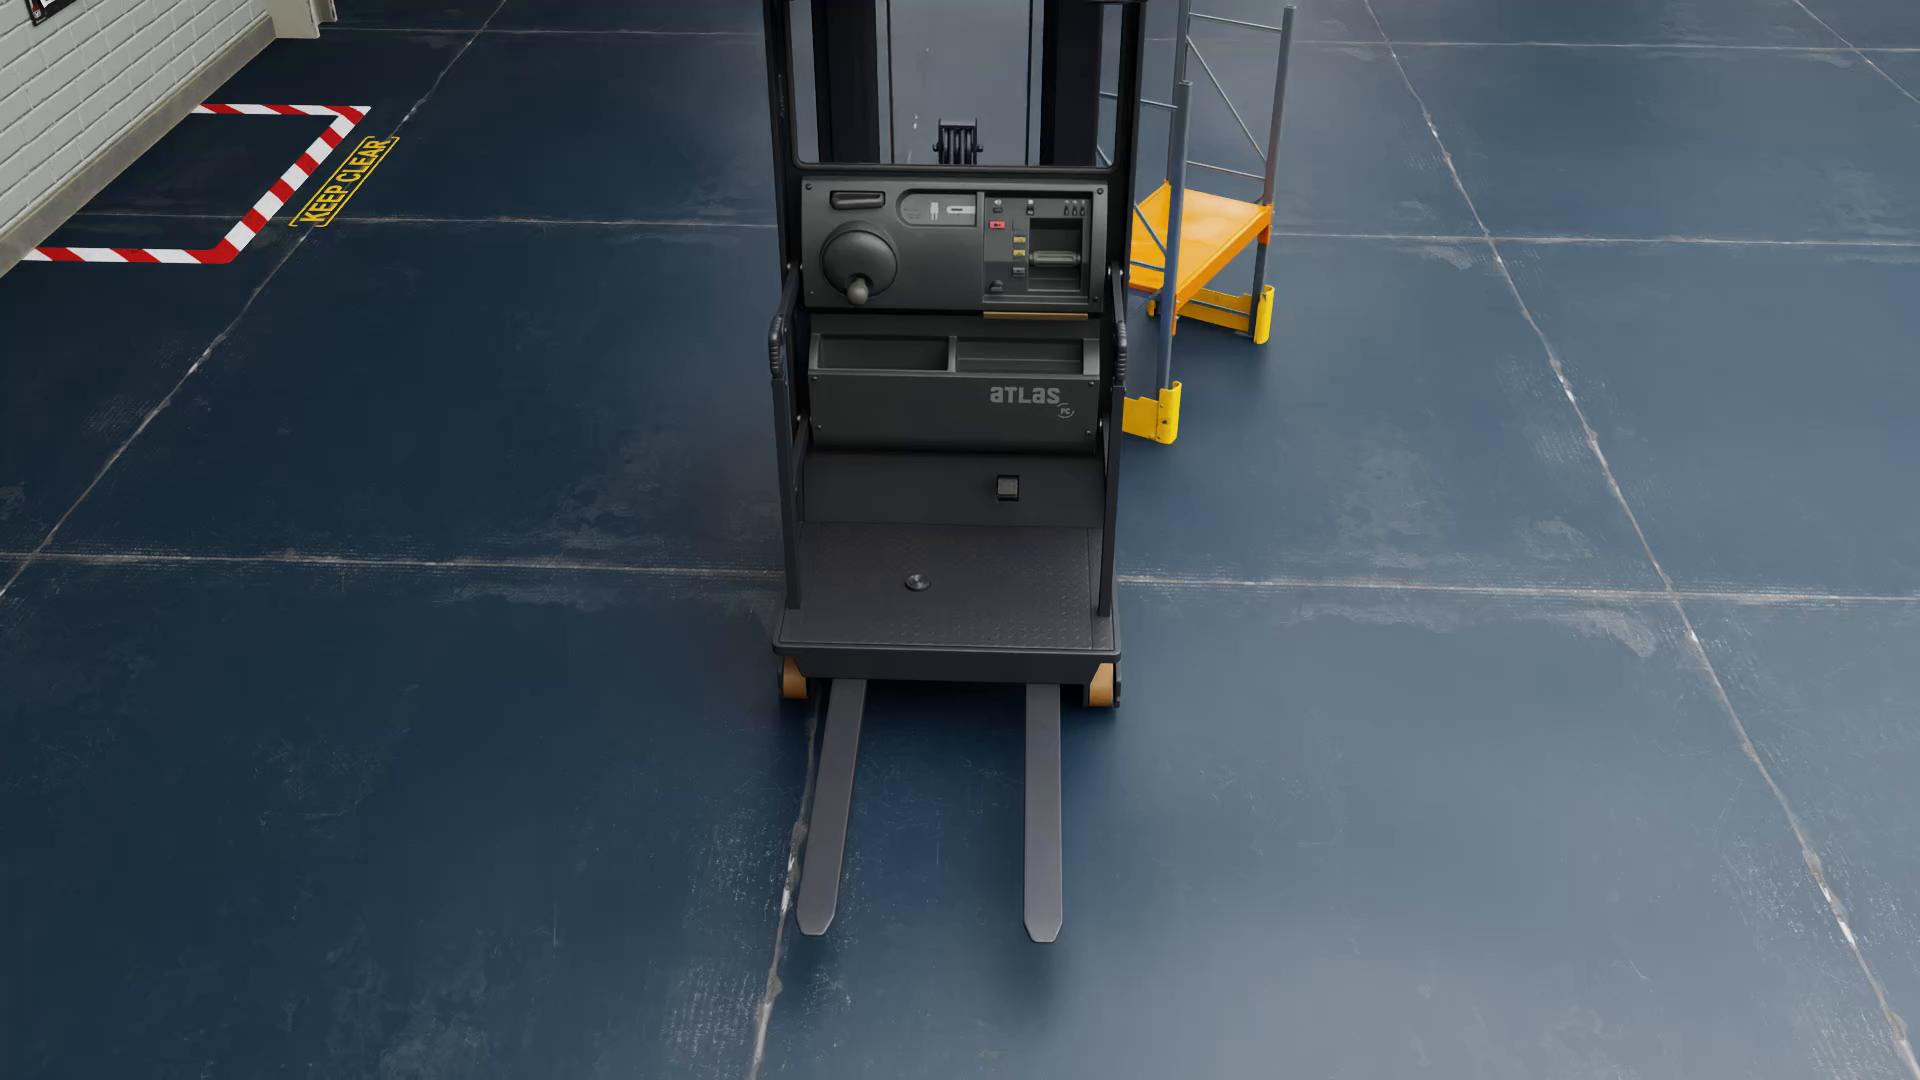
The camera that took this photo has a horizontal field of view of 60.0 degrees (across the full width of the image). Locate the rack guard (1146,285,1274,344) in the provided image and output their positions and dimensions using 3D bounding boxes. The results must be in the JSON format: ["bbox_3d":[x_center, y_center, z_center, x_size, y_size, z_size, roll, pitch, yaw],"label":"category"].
[{"bbox_3d":[1.135,-1.089,7.583,0.587,0.250,0.087,19,39,25],"label":"rack guard"}]

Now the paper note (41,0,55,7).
[{"bbox_3d":[-4.594,-2.769,8.348,0.016,0.148,0.142,1,35,2],"label":"paper note"}]

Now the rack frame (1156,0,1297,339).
[{"bbox_3d":[1.135,-1.601,7.224,0.500,1.500,0.032,19,39,25],"label":"rack frame"}]

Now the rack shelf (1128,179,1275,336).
[{"bbox_3d":[0.876,-1.203,6.970,0.538,0.185,1.000,19,39,25],"label":"rack shelf"}]

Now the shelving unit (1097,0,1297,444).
[{"bbox_3d":[0.881,-1.354,6.873,0.587,1.500,1.083,19,39,25],"label":"shelving unit"}]

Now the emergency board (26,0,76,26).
[{"bbox_3d":[-4.536,-3.225,8.231,0.157,1.169,0.626,1,35,2],"label":"emergency board"}]

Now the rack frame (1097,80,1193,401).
[{"bbox_3d":[0.617,-1.098,6.509,0.500,1.500,0.032,19,39,25],"label":"rack frame"}]

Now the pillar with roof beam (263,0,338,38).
[{"bbox_3d":[-0.079,-7.004,8.390,9.100,9.000,0.400,1,35,2],"label":"pillar with roof beam"}]

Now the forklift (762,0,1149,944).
[{"bbox_3d":[-0.025,-0.839,4.895,1.130,2.935,3.031,1,35,2],"label":"forklift"}]

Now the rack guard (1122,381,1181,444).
[{"bbox_3d":[0.627,-0.597,6.882,0.587,0.250,0.087,19,39,25],"label":"rack guard"}]
